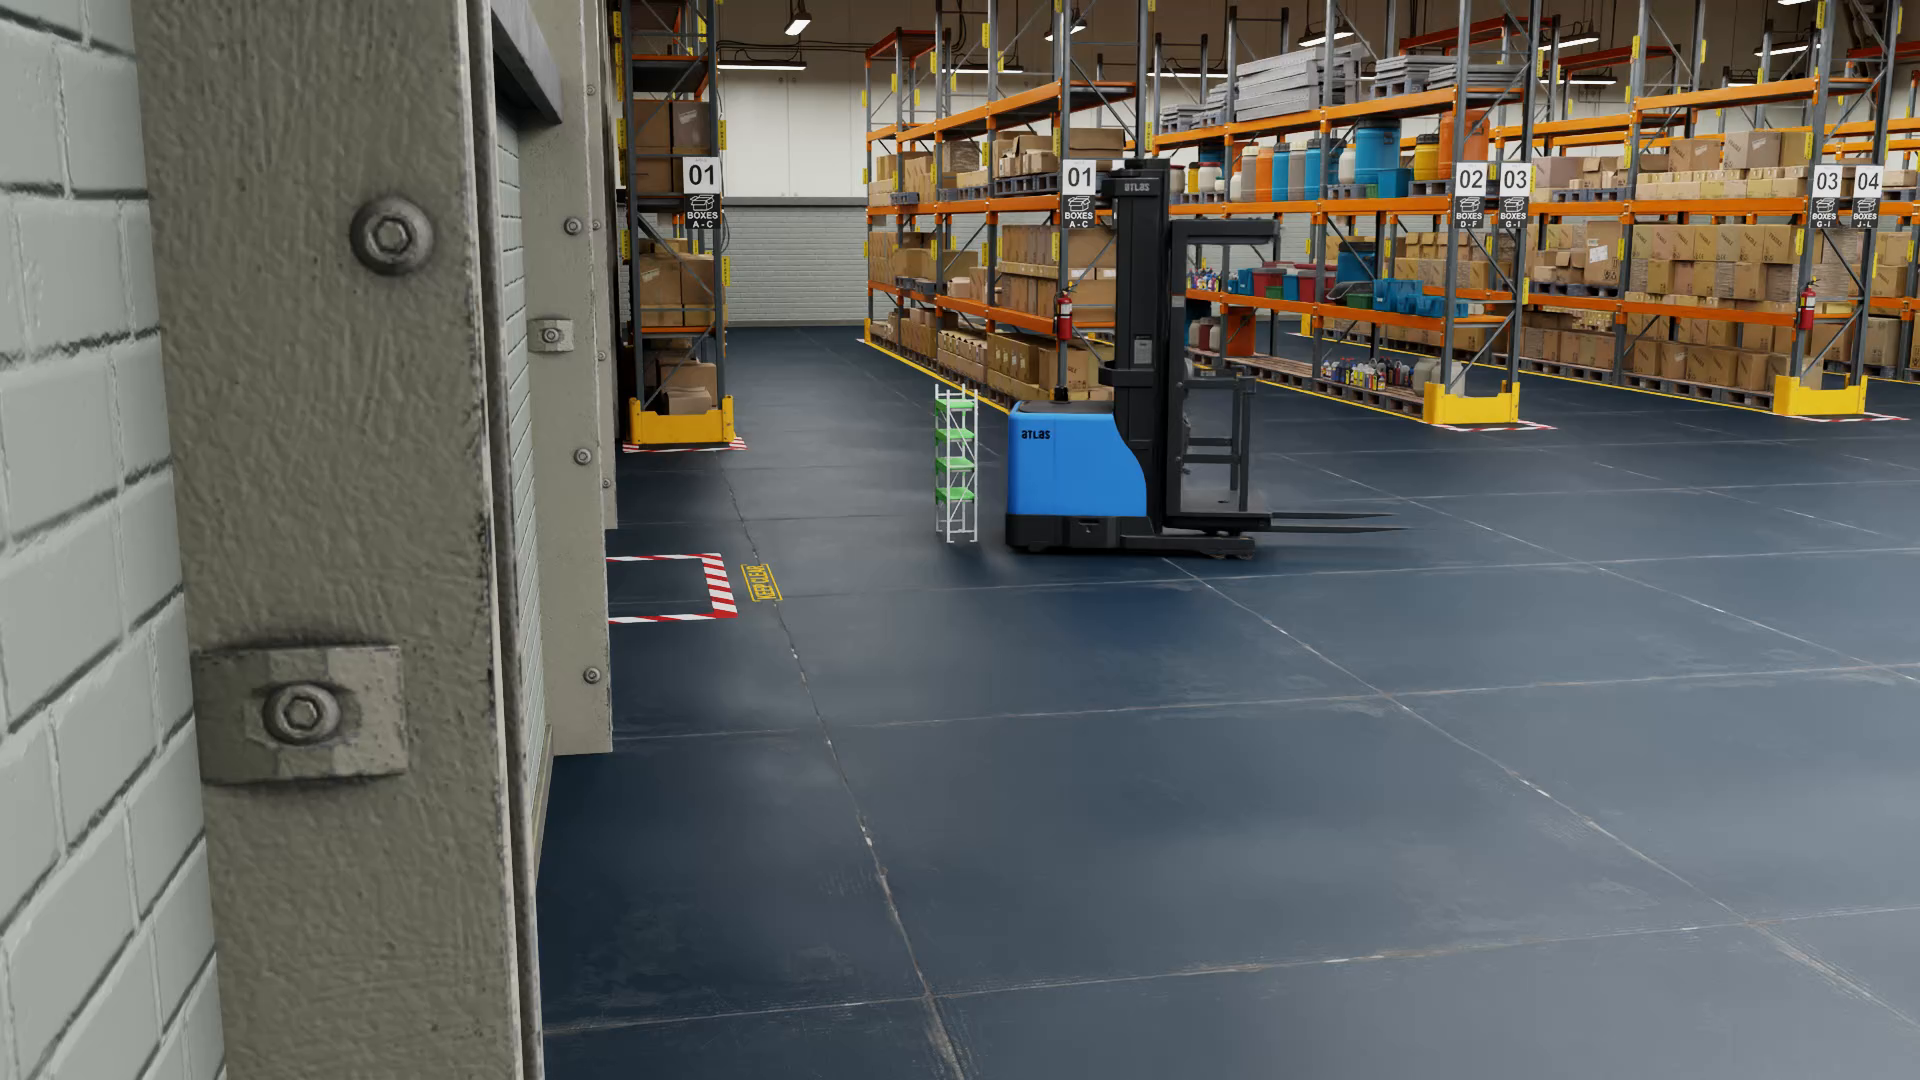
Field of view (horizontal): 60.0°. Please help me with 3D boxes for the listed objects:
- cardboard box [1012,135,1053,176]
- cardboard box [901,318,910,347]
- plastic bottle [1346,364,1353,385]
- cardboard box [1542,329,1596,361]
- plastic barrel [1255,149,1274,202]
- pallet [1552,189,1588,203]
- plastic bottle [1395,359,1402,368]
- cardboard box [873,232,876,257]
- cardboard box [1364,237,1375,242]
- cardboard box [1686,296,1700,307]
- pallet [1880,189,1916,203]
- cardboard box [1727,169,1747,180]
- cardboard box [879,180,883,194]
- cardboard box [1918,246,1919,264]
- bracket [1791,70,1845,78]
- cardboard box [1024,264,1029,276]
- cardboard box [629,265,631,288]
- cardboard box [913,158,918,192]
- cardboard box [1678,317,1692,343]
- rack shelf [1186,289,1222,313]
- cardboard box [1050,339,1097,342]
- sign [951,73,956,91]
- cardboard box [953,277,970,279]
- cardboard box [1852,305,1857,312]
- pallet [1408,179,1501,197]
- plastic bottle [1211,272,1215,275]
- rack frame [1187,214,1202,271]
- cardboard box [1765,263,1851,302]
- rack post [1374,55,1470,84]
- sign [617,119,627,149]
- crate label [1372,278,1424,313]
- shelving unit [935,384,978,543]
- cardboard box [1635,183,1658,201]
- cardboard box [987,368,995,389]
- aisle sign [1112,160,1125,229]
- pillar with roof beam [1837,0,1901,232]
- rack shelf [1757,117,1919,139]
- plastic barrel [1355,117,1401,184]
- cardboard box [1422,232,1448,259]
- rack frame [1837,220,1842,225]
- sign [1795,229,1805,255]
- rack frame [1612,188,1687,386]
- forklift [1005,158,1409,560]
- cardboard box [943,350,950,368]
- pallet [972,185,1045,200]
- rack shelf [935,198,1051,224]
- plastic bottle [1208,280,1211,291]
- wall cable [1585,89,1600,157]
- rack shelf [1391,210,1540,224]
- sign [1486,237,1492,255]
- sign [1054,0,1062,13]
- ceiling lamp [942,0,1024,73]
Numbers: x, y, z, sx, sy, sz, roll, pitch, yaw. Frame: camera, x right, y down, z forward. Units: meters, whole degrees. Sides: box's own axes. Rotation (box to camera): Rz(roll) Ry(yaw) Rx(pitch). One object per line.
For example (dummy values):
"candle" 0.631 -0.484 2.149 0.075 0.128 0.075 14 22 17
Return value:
"cardboard box" 1.085 -5.008 21.689 0.797 0.503 0.637 -1 11 -5
"cardboard box" -0.813 -3.873 31.031 0.500 0.500 0.500 -3 11 -14
"plastic bottle" 5.525 -2.347 23.592 0.061 0.283 0.133 -2 11 -8
"cardboard box" 10.215 -3.269 27.860 0.700 0.500 0.500 -1 11 -6
"plastic barrel" 5.044 -5.834 26.656 0.600 0.830 0.708 -2 11 -11
"pallet" 10.385 -5.563 26.883 1.213 0.211 1.003 -2 11 -11
"plastic bottle" 6.256 -2.407 23.730 0.144 0.351 0.185 -2 11 -11
"cardboard box" -1.509 -6.070 34.123 0.500 0.500 0.500 -2 11 -10
"cardboard box" 8.605 -5.949 34.032 0.500 0.500 0.500 -2 11 -10
"cardboard box" 10.657 -3.426 23.848 0.380 0.149 0.250 -2 11 -11
"pallet" 15.264 -5.582 26.994 0.805 0.209 1.217 -3 11 -13
"cardboard box" 10.778 -5.015 22.837 0.380 0.149 0.250 -3 11 -14
"cardboard box" -1.314 -6.983 32.902 0.500 0.250 0.500 -2 11 -11
"cardboard box" 15.529 -4.572 25.905 0.875 0.550 0.550 -2 11 -11
"bracket" 22.248 -12.436 44.838 0.076 0.066 5.218 -2 11 -11
"cardboard box" 1.055 -3.543 21.785 0.380 0.149 0.250 -2 11 -11
"cardboard box" -5.099 -4.350 26.913 0.500 0.500 0.500 -2 11 -11
"cardboard box" -0.490 -6.544 29.874 0.600 0.600 0.600 -2 11 -12
"cardboard box" 14.112 -4.052 32.023 0.500 0.500 0.500 -3 11 -14
"rack shelf" 4.580 -4.442 30.434 1.077 0.370 4.000 -2 11 -11
"cardboard box" 1.491 -2.387 21.941 0.500 0.500 0.500 -2 11 -11
"sign" -0.125 -8.487 30.800 0.100 0.325 0.005 -2 11 -11
"cardboard box" 0.138 -4.137 27.147 0.500 0.311 0.500 -1 11 -7
"cardboard box" 18.970 -4.754 34.711 0.875 0.875 0.875 -2 11 -9
"pallet" 6.460 -4.497 21.284 1.003 0.211 1.213 -2 11 -11
"plastic bottle" 4.754 -4.881 31.150 0.152 0.276 0.135 -2 11 -11
"rack frame" 4.191 -5.162 32.294 1.000 3.000 0.127 -2 11 -11
"cardboard box" 11.304 -3.438 22.176 0.875 0.500 0.500 -2 11 -11
"rack post" 6.118 -6.225 22.038 0.937 0.300 0.954 -2 11 -12
"sign" -3.741 -4.493 18.388 0.100 0.325 0.005 -2 11 -11
"crate label" 5.902 -3.306 22.450 0.502 0.435 0.616 -2 11 -11
"shelving unit" -0.032 -0.620 13.244 0.258 1.200 0.503 -2 11 -11
"cardboard box" 10.442 -5.183 24.783 0.500 0.250 0.500 -3 11 -13
"cardboard box" 0.681 -2.275 23.356 0.500 0.250 0.500 -2 11 -11
"aisle sign" 1.979 -4.058 19.540 0.394 0.787 0.004 -2 11 -11
"pillar with roof beam" 18.998 -9.935 41.327 9.100 9.000 0.548 -2 11 -11
"rack shelf" 15.102 -6.801 27.853 1.077 0.370 4.000 -2 11 -11
"plastic barrel" 5.836 -5.434 23.239 0.600 0.901 0.708 -2 11 -11
"cardboard box" 9.304 -5.641 31.860 0.797 0.503 0.637 -2 11 -10
"rack frame" 18.771 -5.702 35.134 1.000 3.000 0.127 -2 11 -11
"sign" 10.835 -3.849 21.453 0.100 0.325 0.005 -2 11 -11
"rack frame" 10.606 -3.875 25.532 1.000 3.000 0.127 -2 11 -11
"forklift" 1.892 -1.398 12.701 3.031 2.935 1.130 1 11 5
"cardboard box" 0.022 -2.905 26.670 0.500 0.250 0.500 -2 11 -13
"pallet" 0.704 -5.056 24.228 0.805 0.209 1.217 -3 11 -13
"rack shelf" 0.499 -5.002 25.357 1.077 0.370 4.000 -2 11 -11
"plastic bottle" 4.404 -4.471 29.198 0.097 0.201 0.097 0 11 0
"wall cable" 16.610 -10.416 43.855 0.463 3.000 0.029 -2 11 -11
"rack shelf" 9.439 -6.095 31.100 1.077 0.370 4.000 -2 11 -11
"sign" 9.284 -5.156 29.169 0.100 0.325 0.005 -2 11 -11
"sign" 1.131 -6.209 19.043 0.100 0.325 0.005 -2 11 -11
"ceiling lamp" 0.487 -12.113 37.160 2.000 3.185 0.800 -2 11 -11
